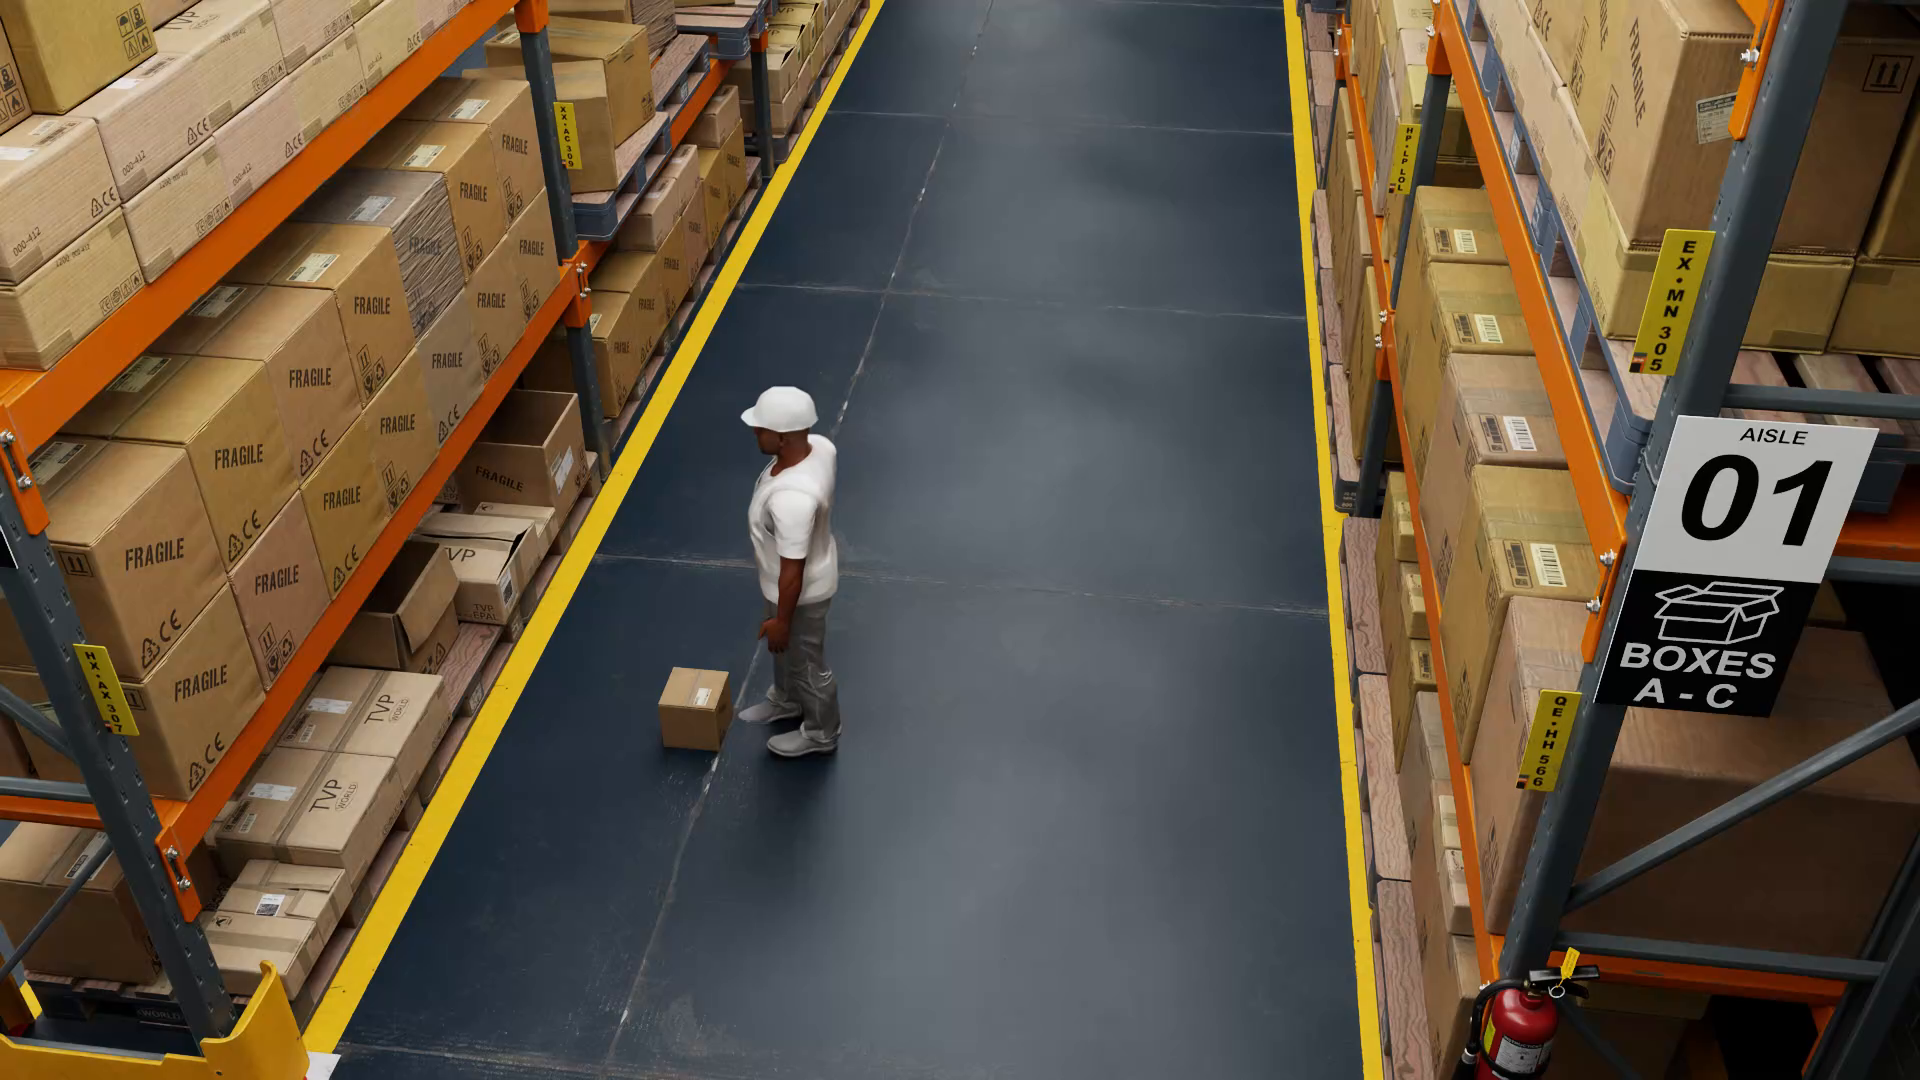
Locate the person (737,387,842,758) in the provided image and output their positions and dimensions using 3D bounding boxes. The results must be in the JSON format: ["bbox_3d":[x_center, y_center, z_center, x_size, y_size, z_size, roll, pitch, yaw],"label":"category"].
[{"bbox_3d":[-0.743,0.185,6.783,0.511,1.804,0.602,0,36,-1],"label":"person"}]
